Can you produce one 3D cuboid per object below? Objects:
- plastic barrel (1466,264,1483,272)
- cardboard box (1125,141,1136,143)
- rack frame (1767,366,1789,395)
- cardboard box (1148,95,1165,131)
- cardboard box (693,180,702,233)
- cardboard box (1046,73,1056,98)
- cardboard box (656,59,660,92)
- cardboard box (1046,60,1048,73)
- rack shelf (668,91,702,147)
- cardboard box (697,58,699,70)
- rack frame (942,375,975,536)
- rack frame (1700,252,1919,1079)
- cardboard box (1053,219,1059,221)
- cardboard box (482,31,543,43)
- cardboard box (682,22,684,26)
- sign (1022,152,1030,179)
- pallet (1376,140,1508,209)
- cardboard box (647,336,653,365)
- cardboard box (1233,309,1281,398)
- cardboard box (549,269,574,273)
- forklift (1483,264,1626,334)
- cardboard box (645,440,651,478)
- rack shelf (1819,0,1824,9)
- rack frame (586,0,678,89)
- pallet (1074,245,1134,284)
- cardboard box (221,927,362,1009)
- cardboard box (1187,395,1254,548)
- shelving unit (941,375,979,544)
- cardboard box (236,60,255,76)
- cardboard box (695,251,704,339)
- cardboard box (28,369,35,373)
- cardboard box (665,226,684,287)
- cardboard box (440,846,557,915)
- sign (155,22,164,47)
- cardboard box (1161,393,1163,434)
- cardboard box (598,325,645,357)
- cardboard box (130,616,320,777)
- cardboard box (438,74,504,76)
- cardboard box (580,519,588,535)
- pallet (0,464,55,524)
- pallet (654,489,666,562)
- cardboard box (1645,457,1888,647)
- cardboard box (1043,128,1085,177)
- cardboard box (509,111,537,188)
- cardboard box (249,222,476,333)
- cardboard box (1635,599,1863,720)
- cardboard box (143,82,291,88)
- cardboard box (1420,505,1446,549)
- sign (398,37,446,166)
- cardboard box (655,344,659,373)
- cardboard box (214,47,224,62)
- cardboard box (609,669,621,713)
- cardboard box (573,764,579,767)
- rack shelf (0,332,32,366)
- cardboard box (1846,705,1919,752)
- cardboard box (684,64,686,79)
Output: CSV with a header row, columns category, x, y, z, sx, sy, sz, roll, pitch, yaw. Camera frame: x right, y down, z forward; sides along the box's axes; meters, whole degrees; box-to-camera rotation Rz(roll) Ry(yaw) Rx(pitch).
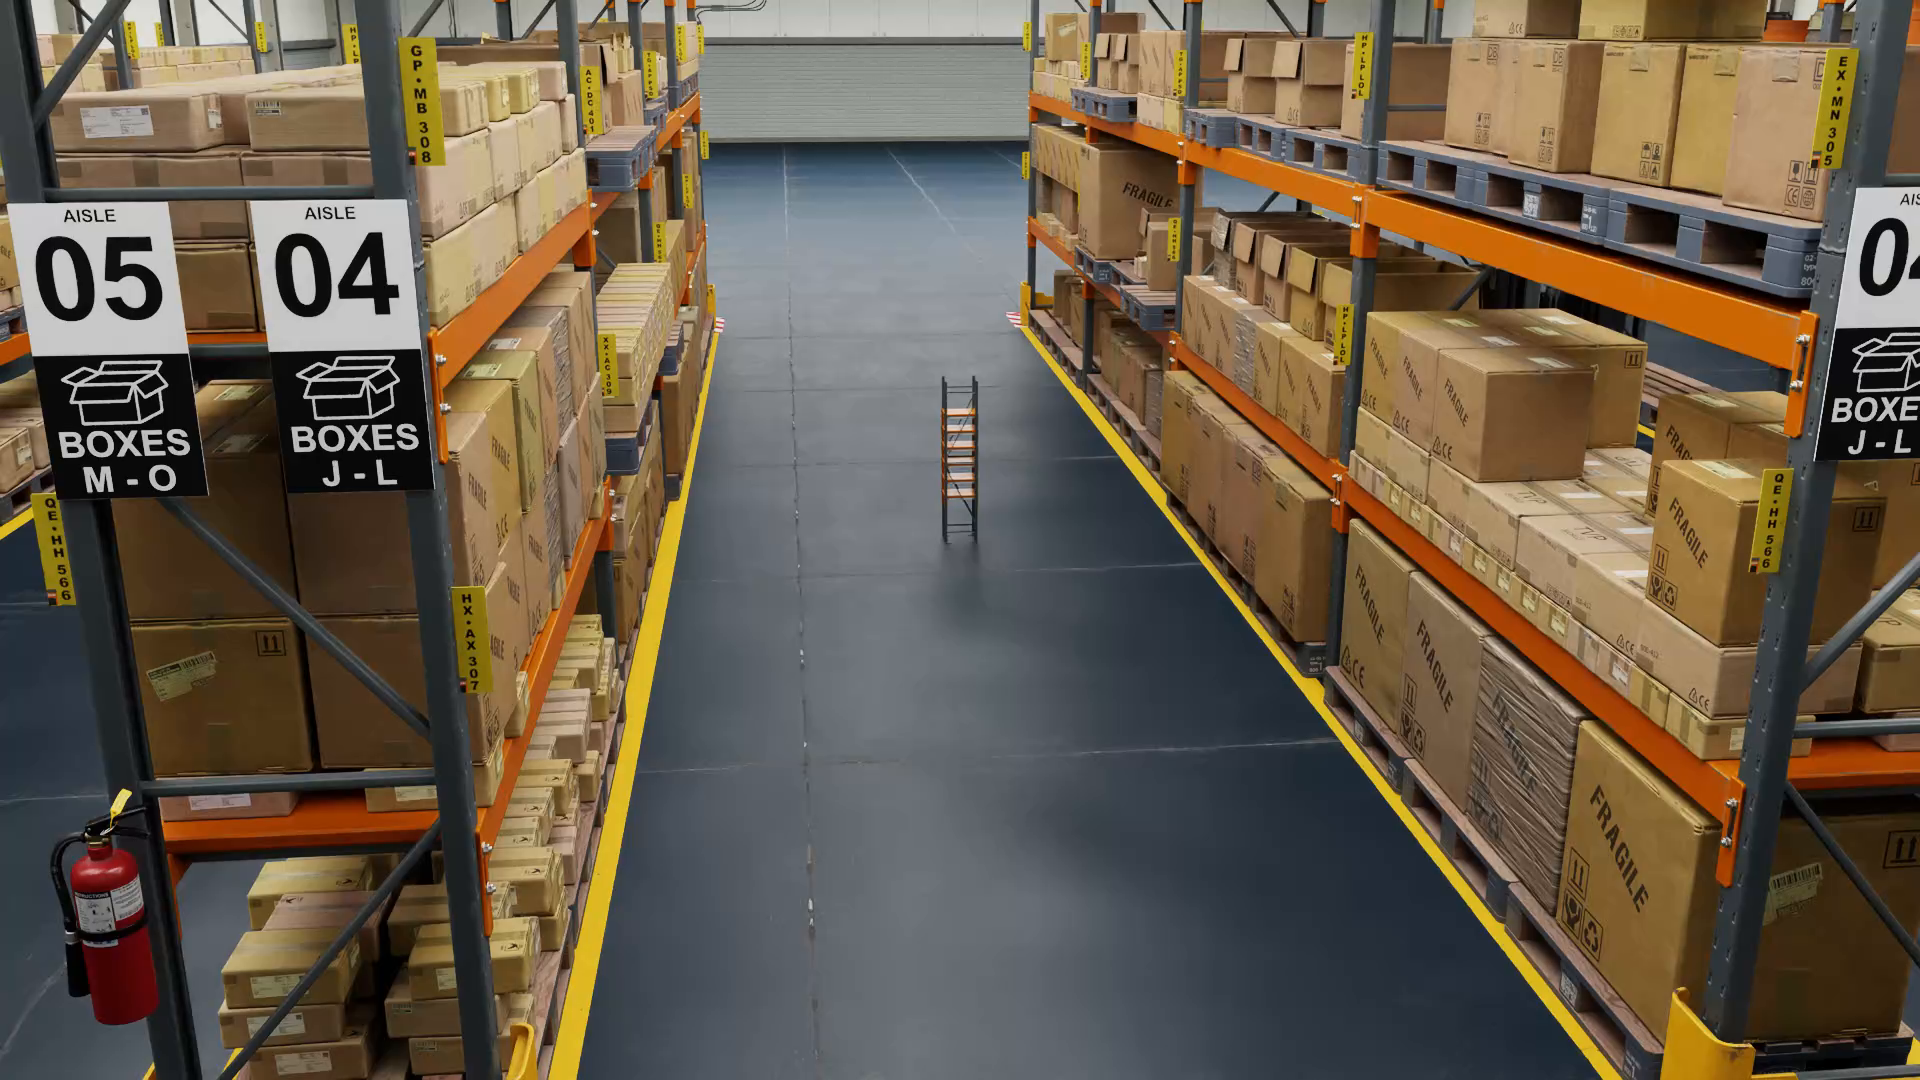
category,x,y,z,sx,sy,sz,roll,pitch,yaw
plastic barrel,6.414,-3.143,20.634,0.421,0.512,0.421,0,17,0
cardboard box,1.963,-3.787,16.900,0.500,0.500,0.500,-2,18,-6
rack frame,7.095,-1.940,13.349,1.000,3.000,0.127,-2,18,-6
cardboard box,1.811,-3.428,13.331,0.500,0.250,0.500,-2,18,-6
cardboard box,-3.439,-3.847,19.172,0.875,0.550,0.550,-2,18,-6
cardboard box,1.243,-5.077,18.585,0.500,0.250,0.500,-2,18,-6
cardboard box,-2.736,-3.825,13.627,0.500,0.311,0.500,-2,18,-7
cardboard box,1.178,-5.396,18.934,0.380,0.149,0.250,-1,17,-3
rack shelf,-3.394,-4.540,17.822,1.077,0.370,4.000,-2,18,-6
cardboard box,-3.229,-5.518,19.290,0.380,0.149,0.250,-2,18,-6
rack frame,-0.011,-0.604,12.098,0.240,1.200,0.006,-2,18,-6
rack frame,2.994,0.596,5.270,1.000,3.000,0.127,-2,18,-6
cardboard box,1.271,-3.586,19.012,0.380,0.149,0.250,-2,18,-6
cardboard box,-2.889,-3.151,10.752,0.396,0.266,0.258,-2,18,-6
cardboard box,-2.941,-5.066,16.518,0.380,0.149,0.250,-2,18,-6
sign,0.804,-4.567,20.270,0.100,0.325,0.005,-2,18,-6
pallet,2.655,-1.740,7.852,1.003,0.211,1.213,-2,18,-6
cardboard box,-2.059,-1.138,10.016,0.380,0.149,0.250,-1,17,-3
cardboard box,2.110,-1.226,10.909,0.500,0.500,0.500,-2,18,-5
cardboard box,-2.890,-1.805,11.643,0.380,0.149,0.250,-2,18,-7
forklift,4.693,-1.856,13.196,1.130,2.935,3.031,6,18,18
cardboard box,-2.344,-0.532,11.083,0.500,0.250,0.500,-1,17,-4
rack shelf,11.404,-6.208,18.796,1.077,0.370,4.000,-2,18,-6
rack frame,-3.188,-5.718,15.367,1.000,3.000,0.127,-2,18,-6
pallet,1.690,-2.655,15.947,1.003,0.211,1.213,-2,18,-6
cardboard box,-2.257,1.446,5.630,0.380,0.149,0.250,-2,17,-5
cardboard box,2.303,-0.502,11.613,1.225,0.875,0.875,-2,18,-5
shelving unit,-0.001,-0.577,12.011,0.258,1.200,0.189,-2,18,-6
cardboard box,-8.193,-5.222,18.548,0.500,0.250,0.500,-2,18,-6
cardboard box,-3.372,-2.772,18.845,0.875,0.875,0.875,-2,18,-7
cardboard box,-8.044,-1.463,15.516,0.950,0.372,0.625,-2,17,-5
cardboard box,-2.816,-2.606,15.302,0.500,0.500,0.500,-2,18,-6
cardboard box,-1.713,1.271,6.185,0.380,0.149,0.250,-2,18,-6
sign,-9.053,-5.696,18.845,0.100,0.325,0.005,-2,18,-6
cardboard box,2.080,-1.003,13.804,0.700,0.500,0.500,-3,18,-9
cardboard box,-2.004,-1.128,9.486,0.380,0.149,0.250,-2,18,-5
cardboard box,-2.252,0.404,5.219,0.500,0.500,0.500,-1,17,-5
cardboard box,-1.888,-1.636,6.123,0.380,0.149,0.250,-1,17,-4
cardboard box,-1.997,-0.120,7.970,0.380,0.149,0.250,-1,17,-3
pallet,-7.768,-0.383,13.046,1.003,0.211,1.213,-2,18,-6
pallet,-2.696,-0.101,12.145,1.003,0.211,1.213,-2,18,-6
cardboard box,2.682,0.031,5.572,0.500,0.500,0.500,-2,17,-5
cardboard box,1.227,-4.367,18.746,0.500,0.500,0.500,-2,18,-6
cardboard box,-1.886,-1.474,6.274,0.500,0.250,0.500,-2,18,-8
cardboard box,-1.742,-0.782,4.902,0.500,0.250,0.500,-1,17,-4
cardboard box,2.680,0.390,5.681,0.500,0.250,0.500,-2,18,-7
cardboard box,-2.367,-1.387,5.330,0.380,0.149,0.250,-2,17,-5
cardboard box,2.391,-0.066,7.799,0.380,0.149,0.250,-2,18,-6
sign,-1.410,-1.145,4.351,0.100,0.325,0.005,-2,18,-6
cardboard box,-2.109,-1.148,10.545,0.380,0.149,0.250,-3,18,-8
cardboard box,-8.177,-5.234,17.921,0.380,0.149,0.250,-2,18,-5
cardboard box,-1.983,0.794,8.699,0.380,0.149,0.250,-2,17,-5
cardboard box,-1.955,0.942,7.730,0.380,0.149,0.250,-1,17,-4
rack shelf,-7.895,-1.734,13.892,1.077,0.370,4.000,-2,18,-6
cardboard box,3.285,0.600,5.677,0.380,0.149,0.250,-2,17,-5
cardboard box,-2.940,-4.686,16.637,0.380,0.149,0.250,-2,18,-6
